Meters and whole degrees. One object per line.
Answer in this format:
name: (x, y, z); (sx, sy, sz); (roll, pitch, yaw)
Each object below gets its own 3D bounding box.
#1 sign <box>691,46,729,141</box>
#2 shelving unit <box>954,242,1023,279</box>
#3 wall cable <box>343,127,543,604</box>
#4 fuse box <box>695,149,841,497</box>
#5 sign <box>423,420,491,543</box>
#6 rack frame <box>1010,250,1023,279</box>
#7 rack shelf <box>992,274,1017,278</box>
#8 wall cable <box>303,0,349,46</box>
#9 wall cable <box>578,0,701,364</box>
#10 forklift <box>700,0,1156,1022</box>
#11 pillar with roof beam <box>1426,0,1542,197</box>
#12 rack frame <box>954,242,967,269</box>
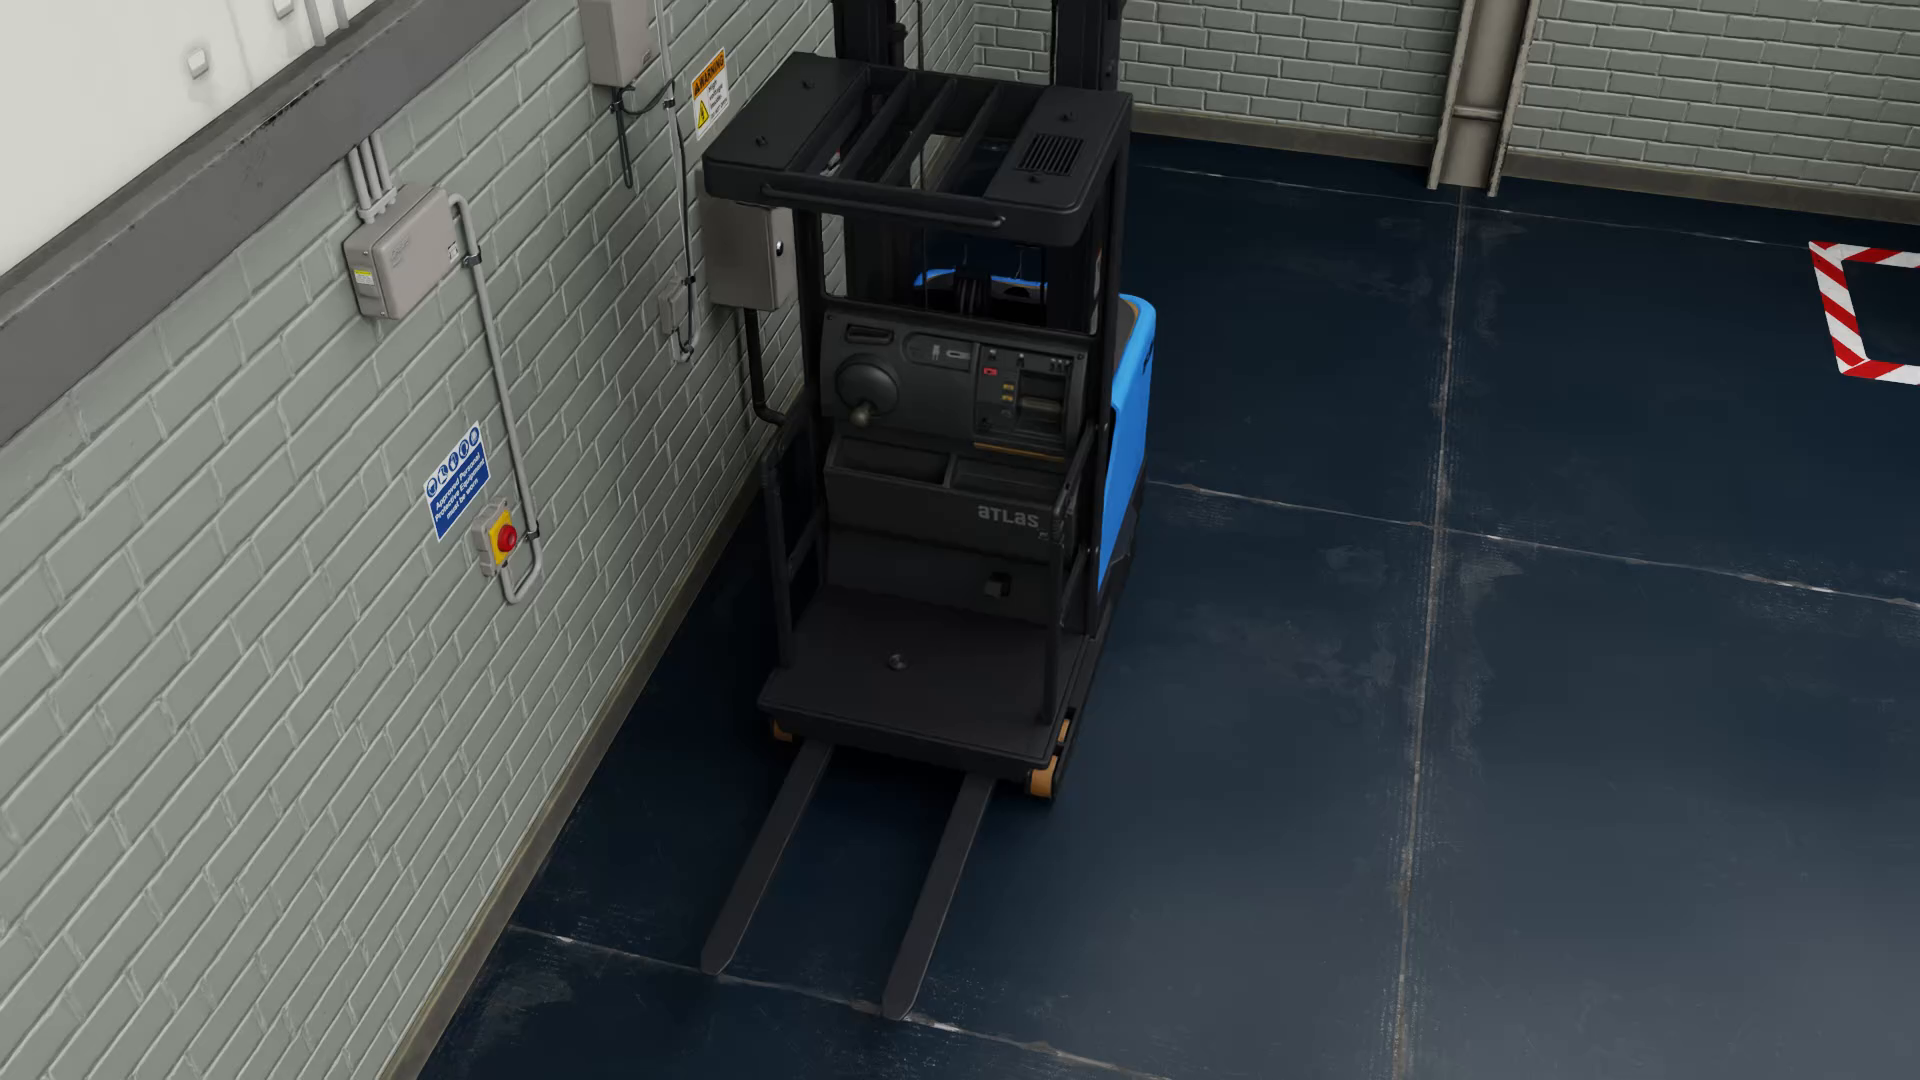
sign: (-0.942, -1.688, 6.286); (0.001, 0.242, 0.339); (10, 41, 11)
shelving unit: (0.120, -0.795, 7.381); (0.252, 1.050, 0.215); (10, 41, 12)
wall cable: (-1.412, -0.492, 4.689); (0.123, 1.953, 0.585); (10, 41, 11)
fuse box: (-0.728, -0.879, 6.966); (0.414, 1.711, 0.539); (10, 41, 11)
sign: (-1.483, -0.175, 4.916); (0.001, 0.218, 0.327); (10, 41, 11)
rack frame: (0.238, -0.775, 7.356); (0.008, 1.050, 0.200); (10, 41, 12)
rack shelf: (0.120, -1.004, 7.205); (0.240, 0.259, 0.215); (10, 41, 12)
wall cable: (-1.526, -2.236, 2.915); (0.029, 3.000, 0.463); (10, 41, 11)
wall cable: (-1.056, -1.363, 5.751); (0.122, 1.984, 0.588); (10, 41, 11)
forklift: (-0.087, -0.460, 5.518); (1.130, 2.935, 3.031); (10, 41, 12)
pillar with roof beam: (1.836, -2.884, 3.686); (0.400, 9.000, 9.100); (10, 41, 11)
rack frame: (0.002, -0.816, 7.405); (0.008, 1.050, 0.200); (10, 41, 12)
